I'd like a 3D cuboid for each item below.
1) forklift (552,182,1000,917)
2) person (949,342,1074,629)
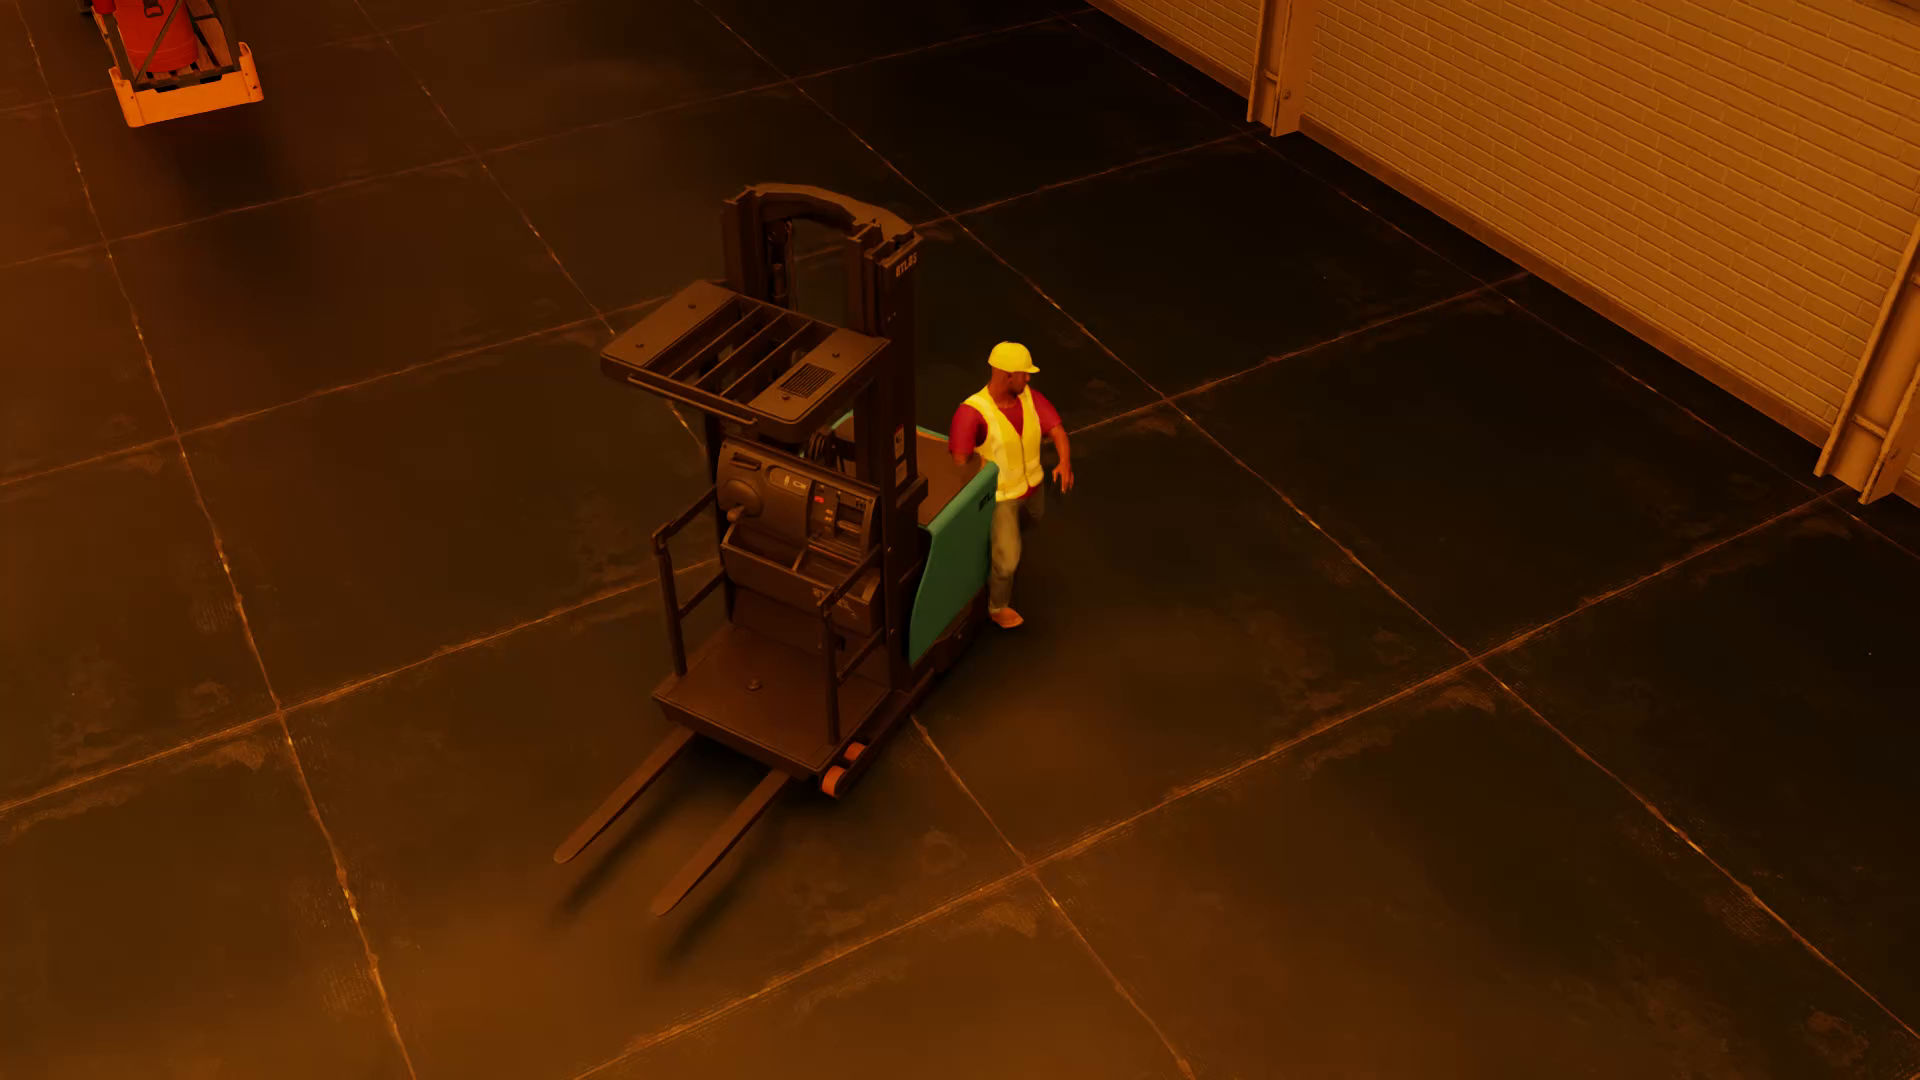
[{"bbox_3d":[-0.932,-0.121,8.182,1.130,2.935,3.031,21,44,23],"label":"forklift"},{"bbox_3d":[0.247,-0.266,9.379,0.877,1.658,0.800,29,48,30],"label":"person"}]
